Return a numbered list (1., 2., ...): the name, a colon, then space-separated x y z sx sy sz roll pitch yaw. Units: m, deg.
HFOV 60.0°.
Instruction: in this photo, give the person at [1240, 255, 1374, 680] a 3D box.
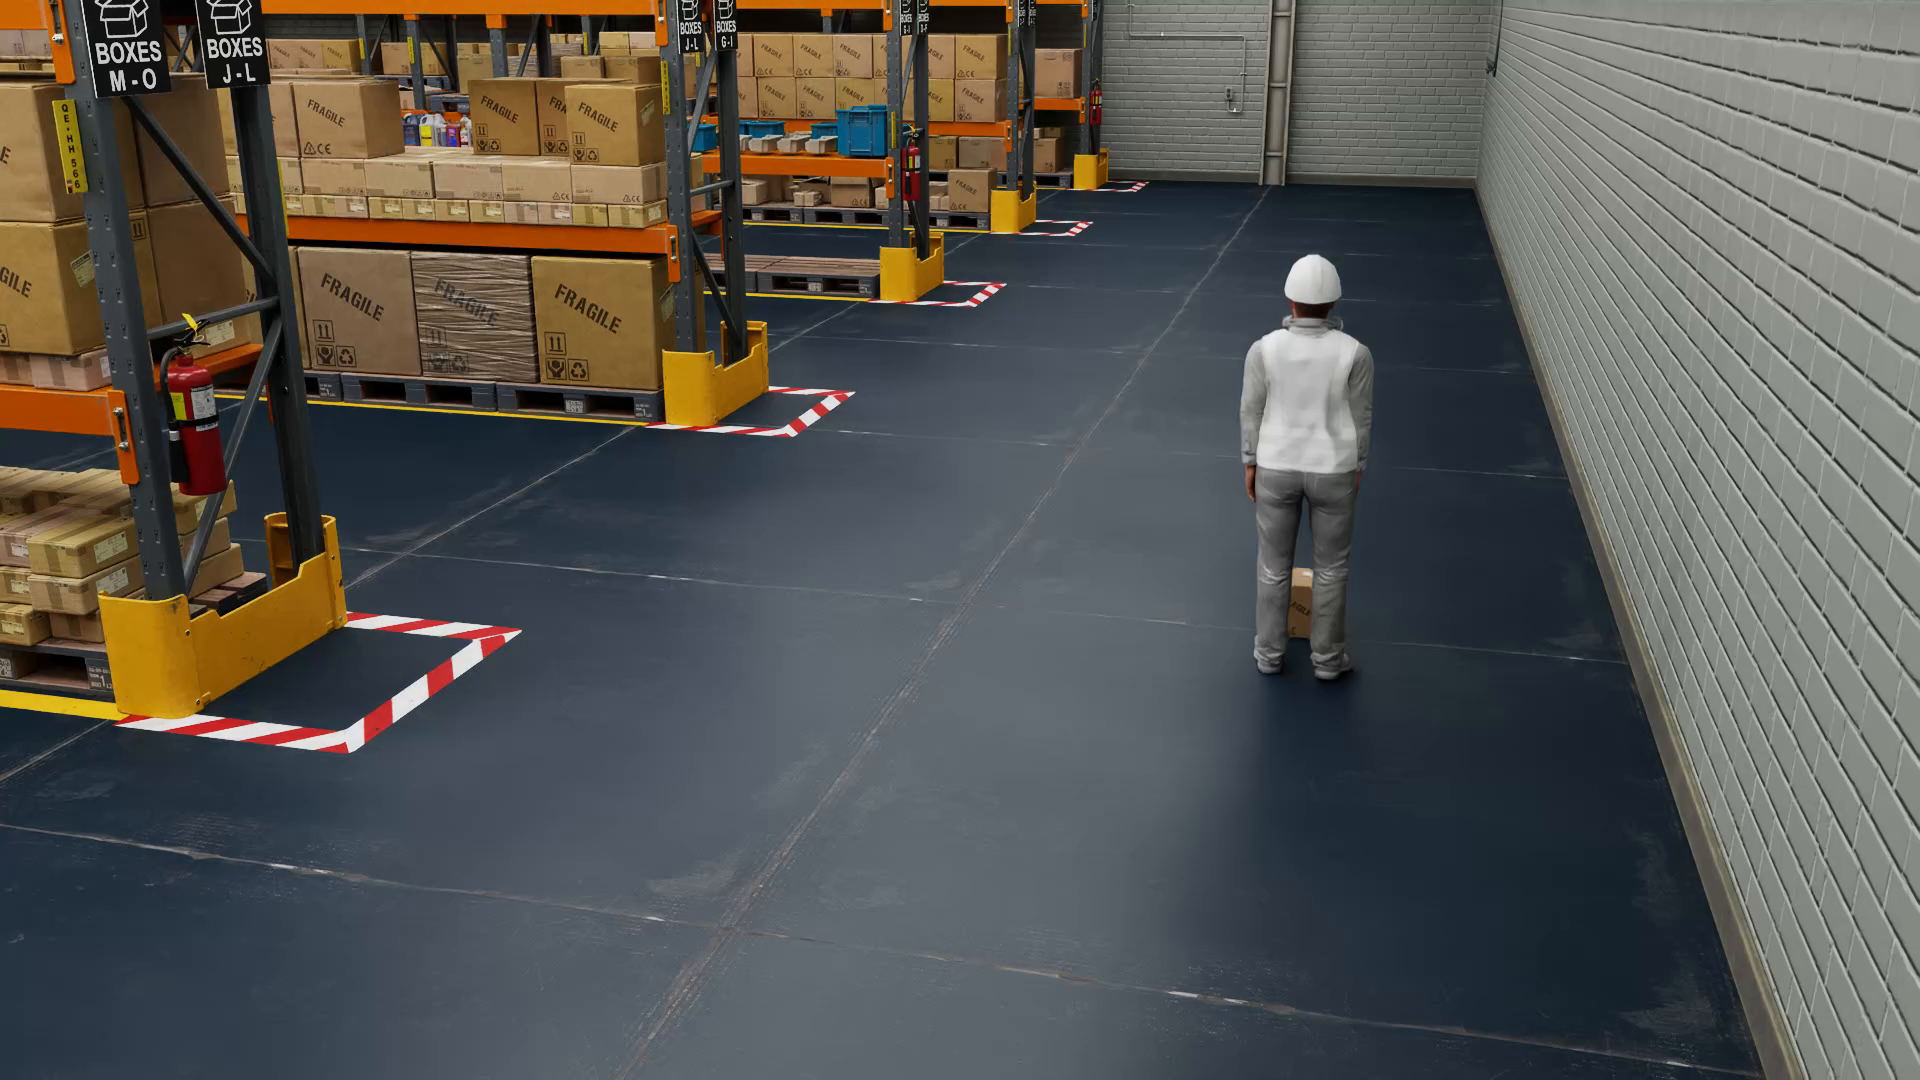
1. person: 1.421 -0.291 6.908 0.533 1.787 0.357 5 19 14
